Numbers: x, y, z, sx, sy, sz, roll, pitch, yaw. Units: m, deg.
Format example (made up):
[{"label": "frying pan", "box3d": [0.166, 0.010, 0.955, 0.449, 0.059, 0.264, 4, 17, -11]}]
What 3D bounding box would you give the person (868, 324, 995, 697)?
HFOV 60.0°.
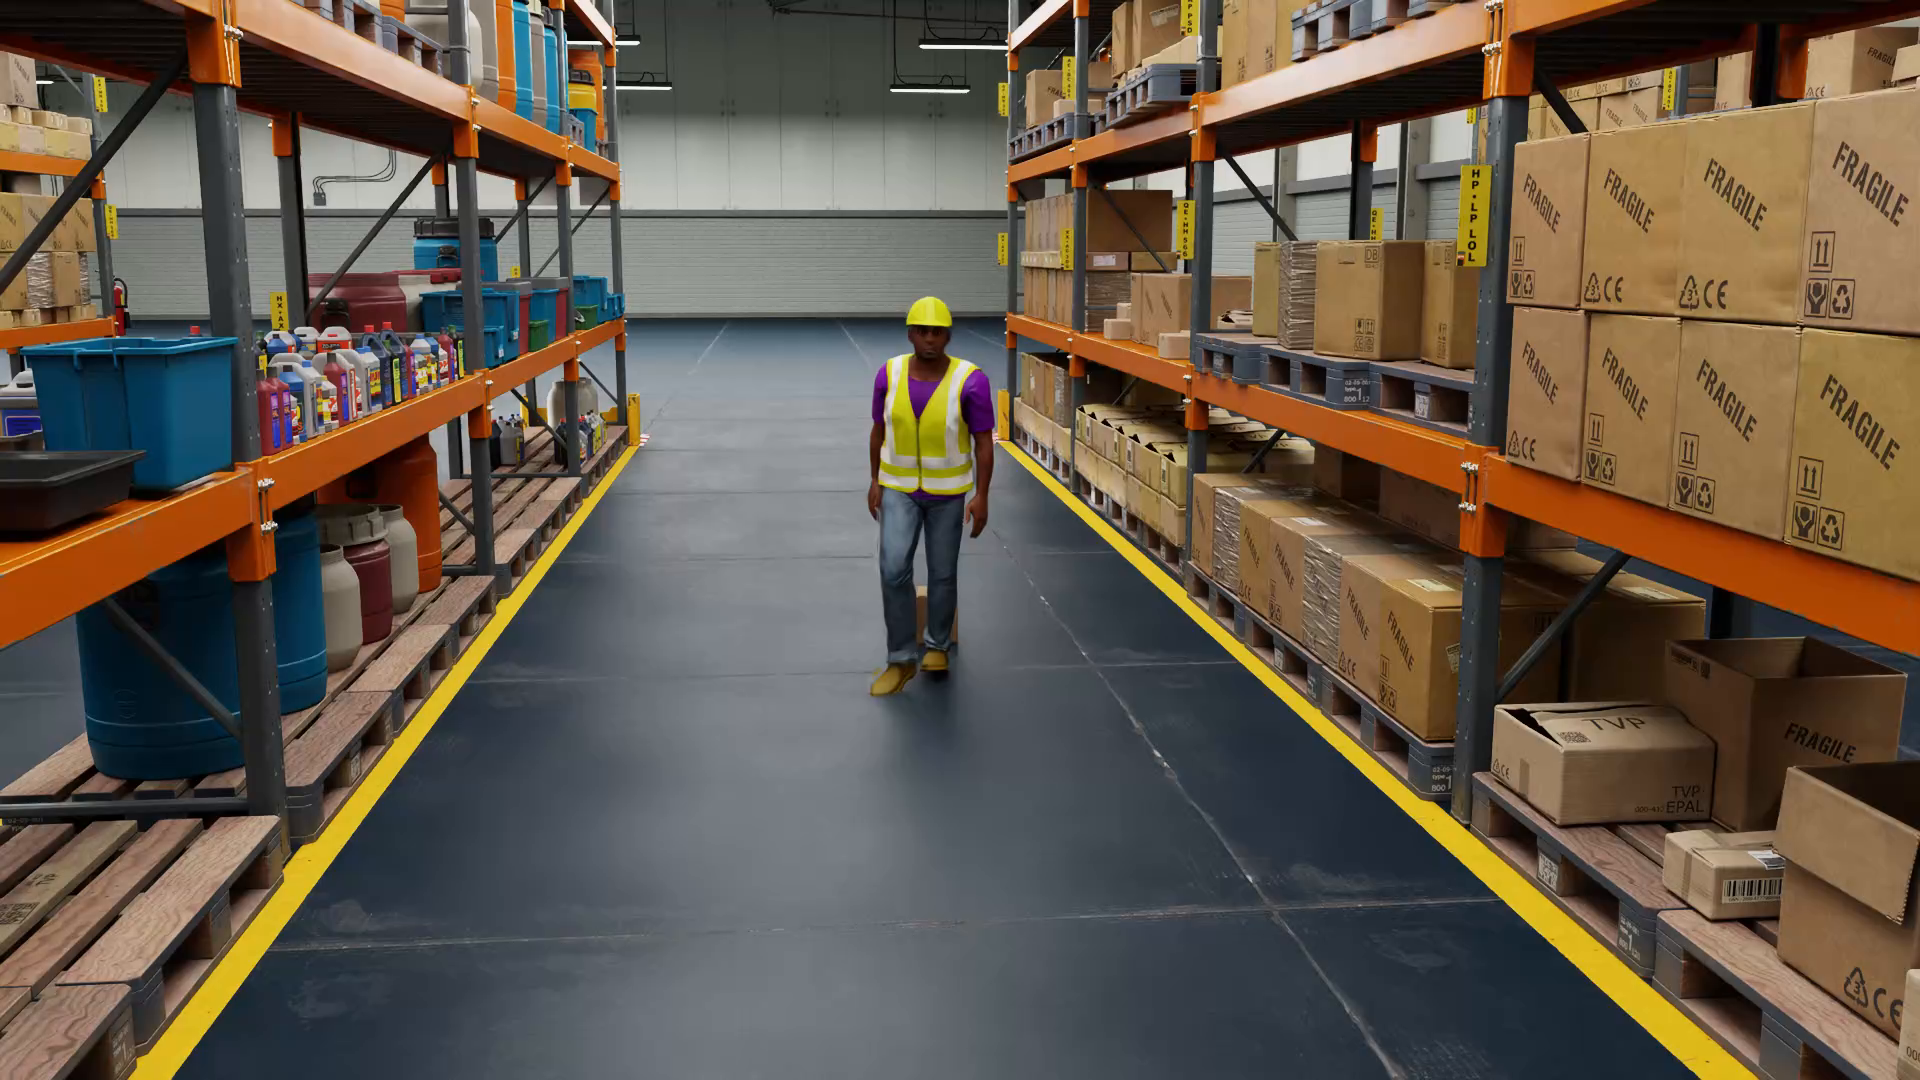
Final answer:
[{"label": "person", "box3d": [-0.139, -0.186, 7.555, 0.606, 1.758, 0.581, 1, 10, 6]}]
